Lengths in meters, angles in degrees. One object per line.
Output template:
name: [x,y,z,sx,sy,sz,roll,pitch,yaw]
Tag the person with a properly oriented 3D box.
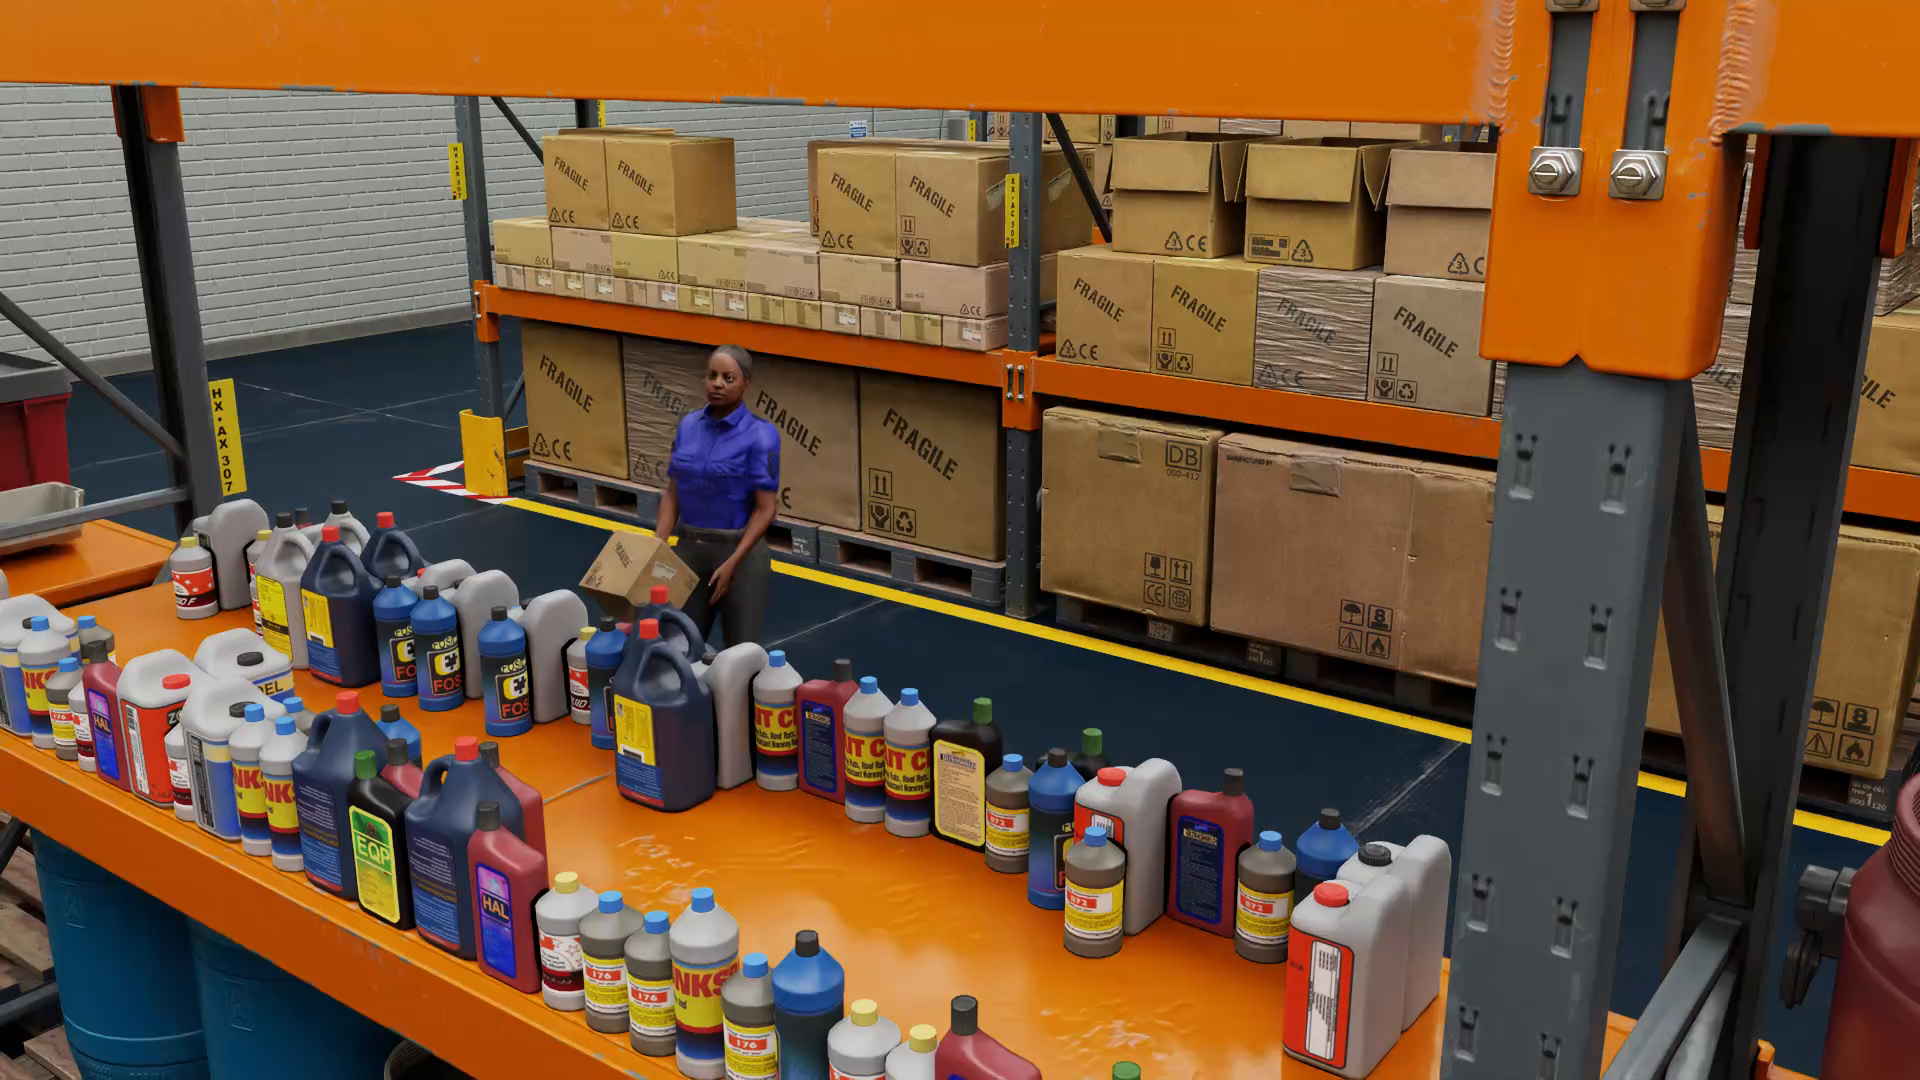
person: [-0.923,0.114,6.159,0.517,1.659,0.463,7,18,22]
